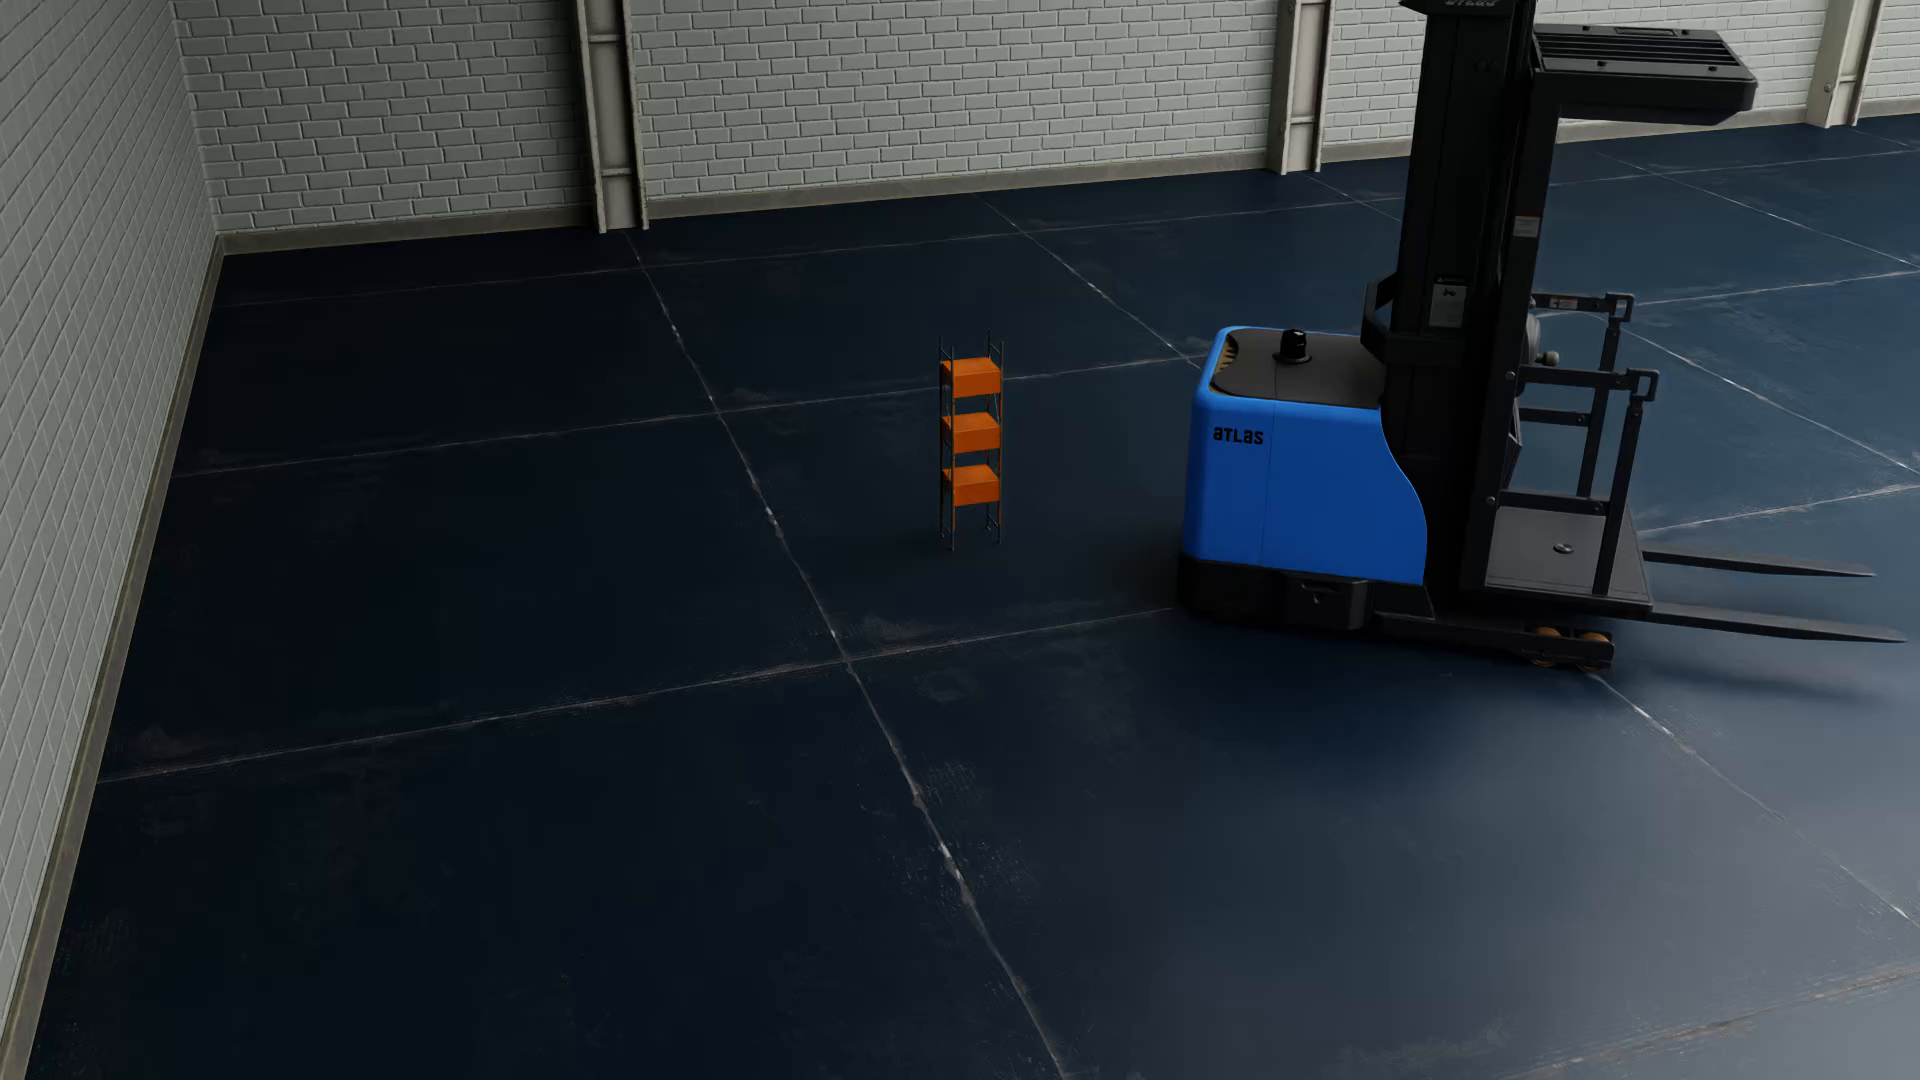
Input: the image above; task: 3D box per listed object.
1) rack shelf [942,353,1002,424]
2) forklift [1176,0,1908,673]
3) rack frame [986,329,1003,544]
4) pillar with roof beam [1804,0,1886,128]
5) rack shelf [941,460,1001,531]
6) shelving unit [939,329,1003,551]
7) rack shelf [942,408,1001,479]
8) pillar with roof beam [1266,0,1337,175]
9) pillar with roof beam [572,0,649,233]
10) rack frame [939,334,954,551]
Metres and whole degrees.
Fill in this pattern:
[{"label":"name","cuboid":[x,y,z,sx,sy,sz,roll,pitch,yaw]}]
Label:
[{"label":"rack shelf","cuboid":[0.051,-0.722,7.910,0.240,0.259,0.215,-8,28,-16]},{"label":"forklift","cuboid":[2.557,-1.009,6.985,3.031,2.935,1.130,7,27,13]},{"label":"rack frame","cuboid":[0.167,-0.494,8.065,0.008,1.050,0.200,-8,28,-16]},{"label":"pillar with roof beam","cuboid":[10.033,-6.378,10.977,0.400,9.000,9.100,-8,28,-16]},{"label":"rack shelf","cuboid":[0.051,-0.219,8.160,0.240,0.259,0.215,-8,28,-16]},{"label":"shelving unit","cuboid":[0.051,-0.478,8.031,0.252,1.050,0.215,-8,28,-16]},{"label":"rack shelf","cuboid":[0.051,-0.468,8.036,0.240,0.259,0.215,-8,28,-16]},{"label":"pillar with roof beam","cuboid":[4.328,-5.551,9.312,0.400,9.000,9.100,-8,28,-16]},{"label":"pillar with roof beam","cuboid":[-1.377,-4.725,7.648,0.400,9.000,9.100,-8,28,-16]},{"label":"rack frame","cuboid":[-0.065,-0.461,7.998,0.008,1.050,0.200,-8,28,-16]}]
